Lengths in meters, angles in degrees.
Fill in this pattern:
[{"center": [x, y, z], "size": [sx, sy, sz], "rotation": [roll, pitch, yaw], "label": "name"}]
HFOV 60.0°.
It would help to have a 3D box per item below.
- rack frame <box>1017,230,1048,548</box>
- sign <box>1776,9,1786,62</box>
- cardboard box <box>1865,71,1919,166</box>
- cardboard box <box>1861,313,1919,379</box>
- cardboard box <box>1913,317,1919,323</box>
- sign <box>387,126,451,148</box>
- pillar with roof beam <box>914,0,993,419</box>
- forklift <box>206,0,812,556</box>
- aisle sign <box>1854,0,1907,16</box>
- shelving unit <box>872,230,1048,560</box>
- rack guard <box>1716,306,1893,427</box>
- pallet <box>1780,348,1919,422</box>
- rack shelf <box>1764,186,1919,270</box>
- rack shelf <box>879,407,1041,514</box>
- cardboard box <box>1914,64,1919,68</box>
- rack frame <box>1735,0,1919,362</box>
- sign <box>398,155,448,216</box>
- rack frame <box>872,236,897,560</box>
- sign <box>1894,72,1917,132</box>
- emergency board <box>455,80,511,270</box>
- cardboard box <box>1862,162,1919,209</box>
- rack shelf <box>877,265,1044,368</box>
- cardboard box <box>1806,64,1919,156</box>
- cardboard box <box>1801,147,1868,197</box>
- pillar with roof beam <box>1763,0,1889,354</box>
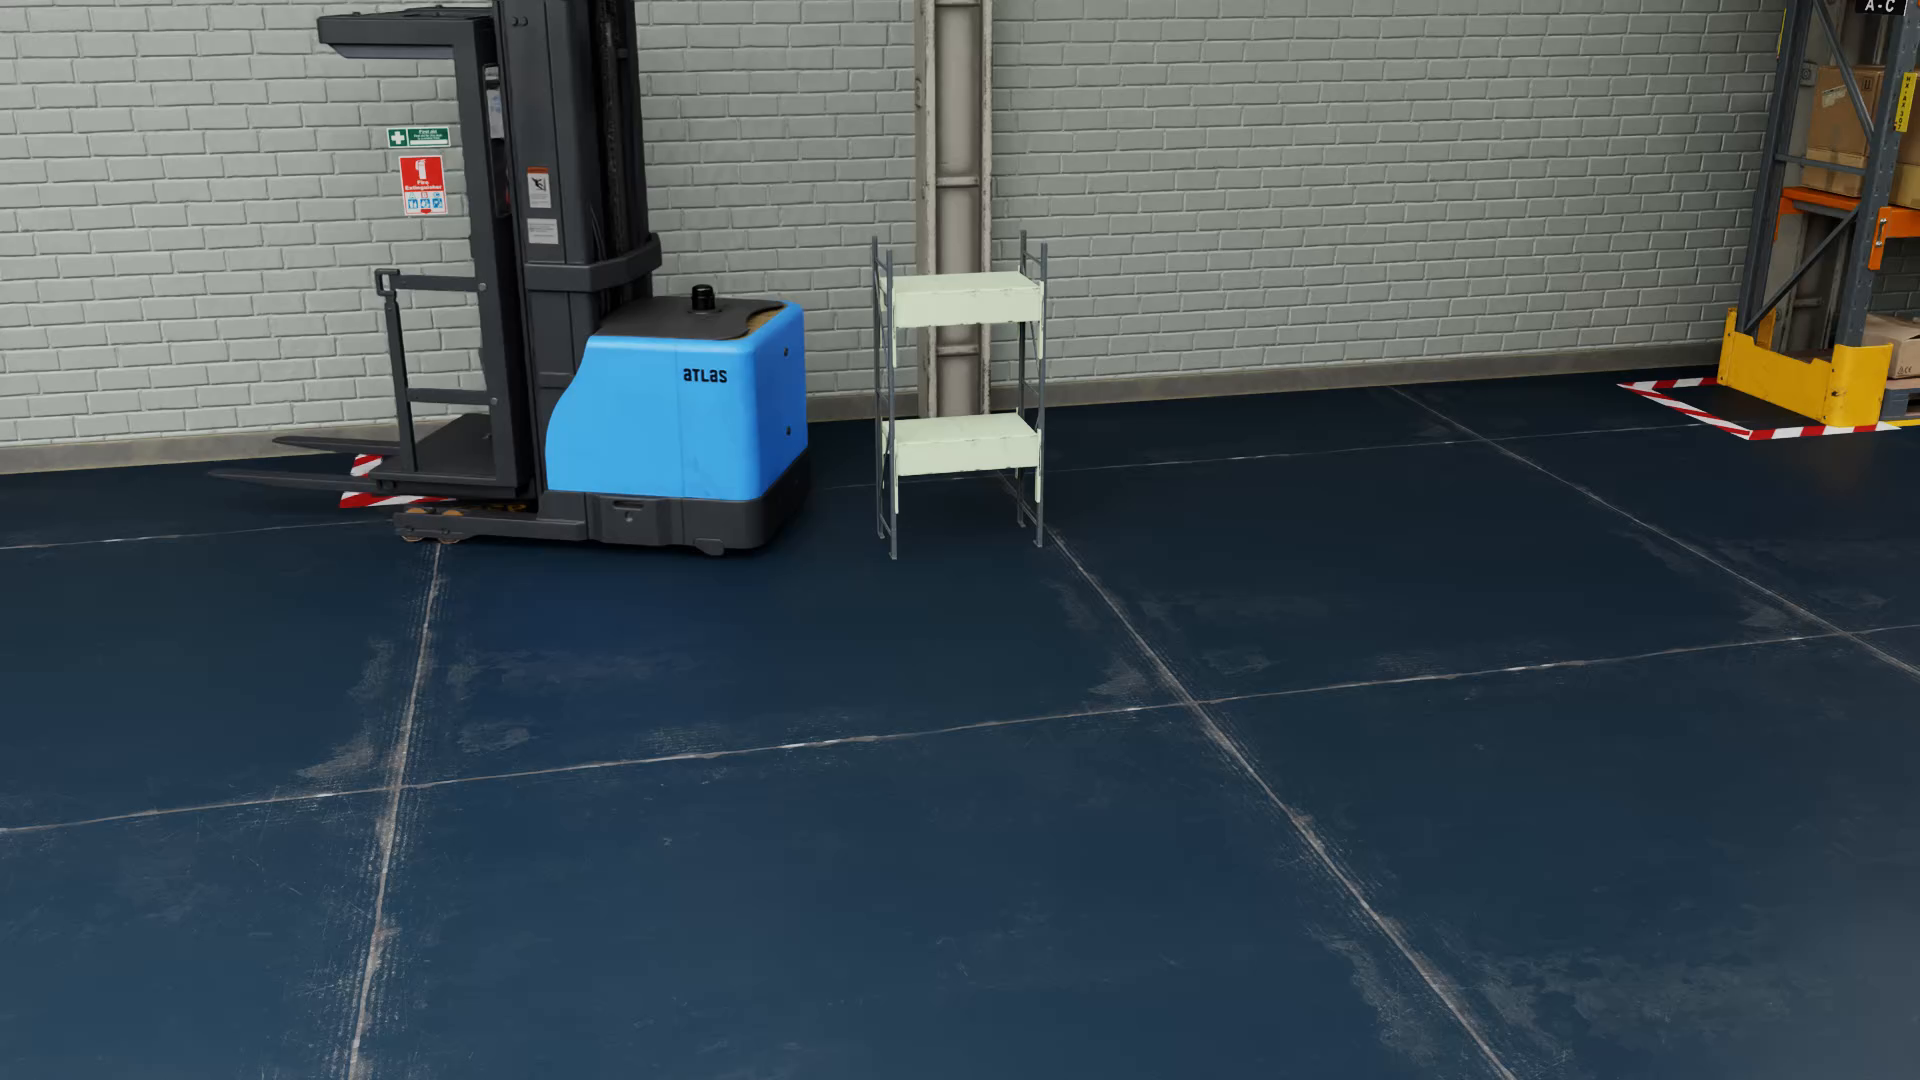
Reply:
[{"center": [0.350, -0.733, 8.134], "size": [0.023, 1.500, 0.400], "rotation": [-5, 21, -12], "label": "rack frame"}, {"center": [5.210, -3.177, 10.483], "size": [0.005, 0.325, 0.100], "rotation": [-5, 21, -12], "label": "sign"}, {"center": [5.851, -2.525, 9.946], "size": [0.500, 0.500, 0.500], "rotation": [-5, 21, -12], "label": "cardboard box"}, {"center": [6.012, -1.266, 10.679], "size": [0.500, 0.311, 0.500], "rotation": [-7, 21, -19], "label": "cardboard box"}, {"center": [6.567, -1.311, 10.802], "size": [0.500, 0.311, 0.500], "rotation": [-3, 20, -8], "label": "cardboard box"}, {"center": [-3.008, -2.238, 9.241], "size": [0.331, 0.109, 0.001], "rotation": [-5, 21, -12], "label": "sign"}, {"center": [0.952, -3.543, 4.904], "size": [0.400, 9.000, 9.100], "rotation": [-5, 21, -12], "label": "pillar with roof beam"}, {"center": [-2.356, -1.529, 8.227], "size": [3.031, 2.935, 1.130], "rotation": [4, 20, 10], "label": "forklift"}, {"center": [5.317, -3.412, 9.488], "size": [0.004, 0.787, 0.394], "rotation": [-5, 21, -12], "label": "aisle sign"}, {"center": [-0.006, -0.704, 8.055], "size": [0.755, 1.500, 0.431], "rotation": [-5, 21, -12], "label": "shelving unit"}, {"center": [5.392, -1.129, 10.671], "size": [0.348, 0.500, 1.175], "rotation": [-5, 21, -12], "label": "rack guard"}, {"center": [6.190, -1.046, 10.864], "size": [1.213, 0.211, 1.003], "rotation": [-5, 21, -12], "label": "pallet"}, {"center": [7.264, -2.118, 10.780], "size": [4.000, 0.370, 1.077], "rotation": [-5, 21, -12], "label": "rack shelf"}, {"center": [-0.006, -0.398, 8.167], "size": [0.720, 0.370, 0.431], "rotation": [-5, 21, -12], "label": "rack shelf"}, {"center": [6.220, -2.733, 10.514], "size": [0.500, 0.500, 0.500], "rotation": [-4, 21, -12], "label": "cardboard box"}, {"center": [5.318, -2.297, 10.225], "size": [0.127, 3.000, 1.000], "rotation": [-5, 21, -12], "label": "rack frame"}, {"center": [-3.015, -1.992, 9.339], "size": [0.234, 0.329, 0.001], "rotation": [-5, 21, -12], "label": "sign"}, {"center": [-0.363, -0.675, 7.976], "size": [0.023, 1.500, 0.400], "rotation": [-5, 21, -12], "label": "rack frame"}, {"center": [5.443, -2.522, 9.580], "size": [0.005, 0.325, 0.100], "rotation": [-5, 21, -12], "label": "sign"}, {"center": [-2.453, -1.984, 9.371], "size": [0.643, 1.169, 0.194], "rotation": [-5, 21, -12], "label": "emergency board"}, {"center": [5.866, -2.168, 10.062], "size": [0.500, 0.250, 0.500], "rotation": [-5, 21, -14], "label": "cardboard box"}, {"center": [-0.006, -1.070, 7.921], "size": [0.720, 0.370, 0.431], "rotation": [-5, 21, -12], "label": "rack shelf"}, {"center": [5.728, -2.697, 10.414], "size": [0.500, 0.500, 0.500], "rotation": [-5, 21, -13], "label": "cardboard box"}, {"center": [5.728, -2.338, 10.525], "size": [0.500, 0.250, 0.500], "rotation": [-4, 21, -12], "label": "cardboard box"}, {"center": [6.791, -4.018, 6.201], "size": [0.400, 9.000, 9.100], "rotation": [-5, 21, -12], "label": "pillar with roof beam"}]
